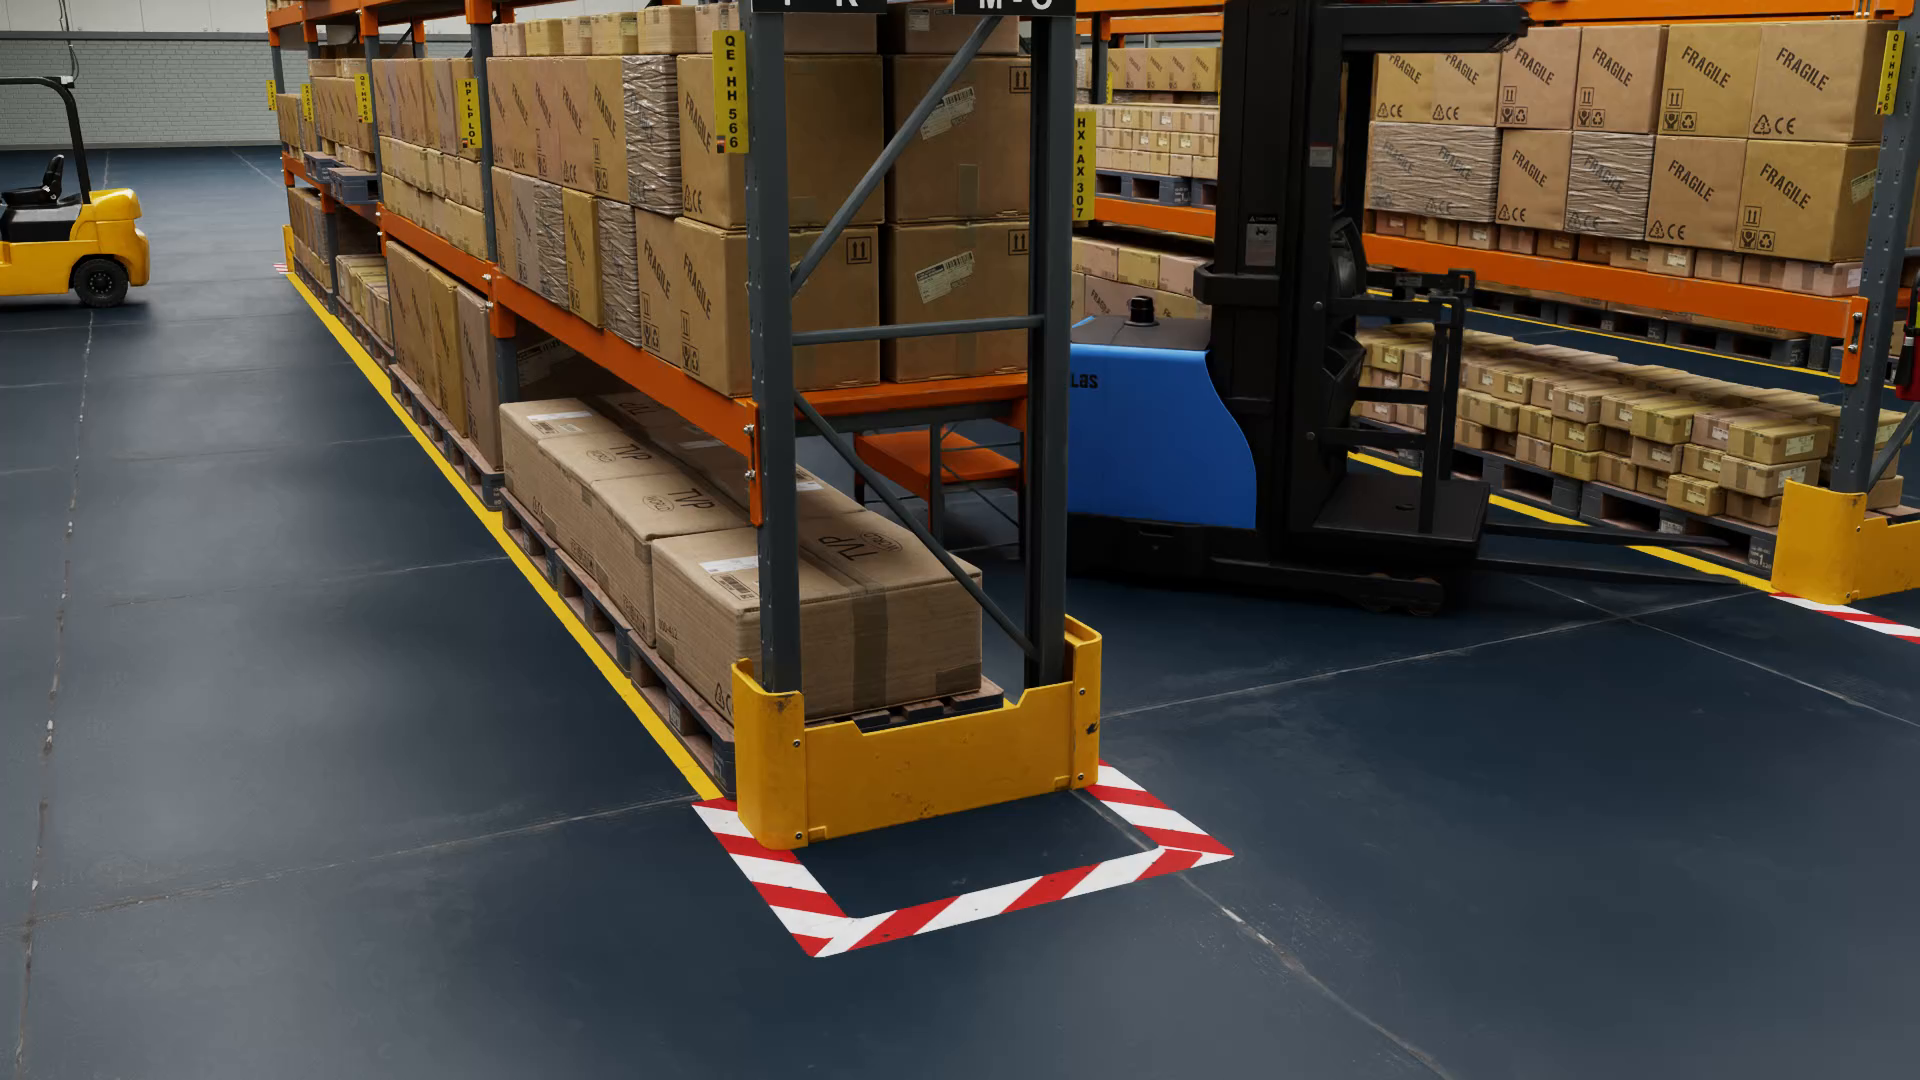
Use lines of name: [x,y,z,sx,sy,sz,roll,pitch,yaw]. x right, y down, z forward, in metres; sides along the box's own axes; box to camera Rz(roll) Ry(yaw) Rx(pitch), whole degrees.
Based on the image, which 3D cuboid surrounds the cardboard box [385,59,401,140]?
cardboard box: [-3.415,-2.859,10.783,0.500,0.500,0.500,-8,18,-25]

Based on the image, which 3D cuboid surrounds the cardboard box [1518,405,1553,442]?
cardboard box: [3.222,-0.636,8.898,0.380,0.149,0.250,-7,17,-22]

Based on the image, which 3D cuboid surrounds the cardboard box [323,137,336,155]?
cardboard box: [-5.330,-3.439,14.491,0.380,0.149,0.250,-7,18,-24]

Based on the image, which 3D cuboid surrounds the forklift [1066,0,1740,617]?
forklift: [1.894,-1.246,7.278,3.031,2.935,1.130,6,17,19]

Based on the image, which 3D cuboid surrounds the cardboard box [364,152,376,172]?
cardboard box: [-4.175,-2.796,12.251,0.380,0.149,0.250,-7,18,-24]

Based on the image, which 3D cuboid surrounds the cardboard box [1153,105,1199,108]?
cardboard box: [1.738,-3.335,13.051,0.380,0.149,0.250,-7,17,-23]

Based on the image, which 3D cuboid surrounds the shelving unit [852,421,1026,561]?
shelving unit: [-0.109,-0.557,8.151,0.538,1.125,1.048,-7,17,-23]

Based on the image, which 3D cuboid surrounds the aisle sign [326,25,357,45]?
aisle sign: [-6.909,-5.888,18.618,0.394,0.787,0.004,-8,18,-25]

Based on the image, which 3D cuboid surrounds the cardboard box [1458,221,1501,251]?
cardboard box: [2.971,-1.685,9.139,0.380,0.149,0.250,-7,17,-22]

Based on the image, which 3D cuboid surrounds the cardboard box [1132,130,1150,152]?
cardboard box: [1.487,-2.922,12.150,0.380,0.149,0.250,-7,17,-23]

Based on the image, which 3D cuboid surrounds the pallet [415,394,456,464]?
pallet: [-2.829,-0.757,10.507,1.003,0.211,1.213,-8,18,-25]

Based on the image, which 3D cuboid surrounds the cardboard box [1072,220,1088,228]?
cardboard box: [0.582,-2.510,14.877,1.050,0.750,0.750,-8,18,-26]

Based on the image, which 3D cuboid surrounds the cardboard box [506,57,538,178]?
cardboard box: [-1.678,-1.868,7.328,0.500,0.500,0.500,-8,18,-26]

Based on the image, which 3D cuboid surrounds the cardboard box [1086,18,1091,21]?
cardboard box: [1.976,-6.878,21.613,0.500,0.250,0.500,-8,18,-26]

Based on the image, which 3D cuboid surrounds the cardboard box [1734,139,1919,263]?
cardboard box: [3.845,-1.515,7.373,0.500,0.500,0.500,-7,18,-24]

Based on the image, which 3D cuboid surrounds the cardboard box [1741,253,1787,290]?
cardboard box: [3.801,-1.236,7.576,0.380,0.149,0.250,-8,18,-25]

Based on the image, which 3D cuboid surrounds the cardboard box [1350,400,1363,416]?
cardboard box: [2.508,-0.872,10.259,0.380,0.149,0.250,-7,17,-23]

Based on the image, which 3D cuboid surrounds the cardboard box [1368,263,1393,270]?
cardboard box: [4.705,-3.112,17.390,0.700,0.500,0.500,-9,18,-29]

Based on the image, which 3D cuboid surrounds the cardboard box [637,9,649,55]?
cardboard box: [-0.865,-1.707,5.592,0.380,0.149,0.250,-7,18,-24]

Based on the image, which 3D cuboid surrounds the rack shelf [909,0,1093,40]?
rack shelf: [-0.108,-4.820,15.474,1.077,0.370,4.000,-8,18,-25]

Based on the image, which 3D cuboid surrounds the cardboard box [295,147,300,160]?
cardboard box: [-6.799,-4.093,17.531,0.380,0.149,0.250,-7,17,-23]

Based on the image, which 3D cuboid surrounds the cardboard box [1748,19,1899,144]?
cardboard box: [3.849,-1.999,7.246,0.500,0.500,0.500,-8,18,-26]

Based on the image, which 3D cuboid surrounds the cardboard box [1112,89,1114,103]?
cardboard box: [2.309,-5.728,22.051,0.875,0.500,0.500,-8,18,-25]

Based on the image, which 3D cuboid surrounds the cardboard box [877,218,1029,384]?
cardboard box: [-0.085,-0.823,5.498,0.500,0.500,0.500,-8,18,-25]

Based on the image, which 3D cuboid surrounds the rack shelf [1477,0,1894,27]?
rack shelf: [6.147,-4.402,14.019,1.077,0.370,4.000,-8,18,-25]

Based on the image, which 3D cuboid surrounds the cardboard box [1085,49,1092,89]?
cardboard box: [1.975,-6.163,21.756,0.500,0.500,0.500,-8,18,-25]

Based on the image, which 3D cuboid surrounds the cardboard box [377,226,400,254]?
cardboard box: [-5.406,-3.016,16.186,0.500,0.500,0.500,-7,17,-22]

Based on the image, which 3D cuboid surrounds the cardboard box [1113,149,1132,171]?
cardboard box: [1.365,-2.845,12.421,0.380,0.149,0.250,-7,18,-24]

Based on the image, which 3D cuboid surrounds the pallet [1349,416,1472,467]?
pallet: [2.846,-0.733,10.423,1.003,0.211,1.213,-8,18,-25]

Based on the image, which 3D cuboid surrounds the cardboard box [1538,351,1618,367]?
cardboard box: [3.548,-0.982,9.563,0.380,0.149,0.250,-8,18,-27]

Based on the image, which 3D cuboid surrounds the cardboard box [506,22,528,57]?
cardboard box: [-1.853,-2.282,7.594,0.380,0.149,0.250,-7,18,-24]

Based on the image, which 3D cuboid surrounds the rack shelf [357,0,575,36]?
rack shelf: [-2.761,-3.205,9.846,1.077,0.370,4.000,-8,18,-25]

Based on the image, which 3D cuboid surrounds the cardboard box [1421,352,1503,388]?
cardboard box: [2.880,-0.976,9.542,0.380,0.149,0.250,-7,18,-24]

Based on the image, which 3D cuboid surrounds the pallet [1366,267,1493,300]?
pallet: [4.930,-2.656,17.122,1.003,0.211,1.213,-8,18,-25]

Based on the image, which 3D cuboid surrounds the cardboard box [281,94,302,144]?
cardboard box: [-6.954,-4.500,17.774,0.500,0.500,0.500,-7,17,-23]

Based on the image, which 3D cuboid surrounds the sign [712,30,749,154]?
sign: [-0.627,-1.229,4.567,0.100,0.325,0.005,-8,18,-25]

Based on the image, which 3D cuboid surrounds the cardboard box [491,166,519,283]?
cardboard box: [-1.915,-1.513,7.903,0.500,0.500,0.500,-7,17,-23]

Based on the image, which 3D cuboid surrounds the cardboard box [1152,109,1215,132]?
cardboard box: [1.599,-3.002,11.890,0.380,0.149,0.250,-9,18,-27]

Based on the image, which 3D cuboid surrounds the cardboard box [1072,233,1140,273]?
cardboard box: [1.075,-2.263,13.108,0.500,0.250,0.500,-8,18,-26]

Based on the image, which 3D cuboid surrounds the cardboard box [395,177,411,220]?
cardboard box: [-3.408,-2.255,10.944,0.500,0.250,0.500,-8,18,-27]

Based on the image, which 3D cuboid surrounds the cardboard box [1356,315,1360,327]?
cardboard box: [2.435,-1.451,11.641,0.500,0.500,0.500,-7,17,-23]

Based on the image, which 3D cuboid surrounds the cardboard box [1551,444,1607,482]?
cardboard box: [3.325,-0.424,8.696,0.380,0.149,0.250,-9,18,-27]

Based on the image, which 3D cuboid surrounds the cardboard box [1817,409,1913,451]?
cardboard box: [4.349,-0.533,7.997,0.380,0.149,0.250,-9,18,-27]

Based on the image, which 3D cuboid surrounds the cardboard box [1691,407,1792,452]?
cardboard box: [3.755,-0.531,7.993,0.380,0.149,0.250,-7,18,-24]

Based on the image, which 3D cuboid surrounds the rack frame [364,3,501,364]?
rack frame: [-3.637,-2.604,11.888,1.000,3.000,0.127,-8,18,-25]

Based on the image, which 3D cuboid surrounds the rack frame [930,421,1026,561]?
rack frame: [0.096,-0.428,7.704,0.500,1.125,0.032,-7,17,-23]

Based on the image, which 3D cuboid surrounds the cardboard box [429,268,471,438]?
cardboard box: [-2.631,-1.160,9.947,0.875,0.875,0.875,-7,17,-23]

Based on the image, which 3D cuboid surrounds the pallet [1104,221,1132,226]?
pallet: [2.124,-4.221,22.576,1.003,0.211,1.213,-8,18,-25]

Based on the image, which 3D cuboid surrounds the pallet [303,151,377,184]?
pallet: [-5.186,-3.297,14.649,1.003,0.211,1.213,-8,18,-25]

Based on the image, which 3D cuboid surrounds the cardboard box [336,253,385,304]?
cardboard box: [-5.158,-2.405,15.197,0.950,0.372,0.625,-7,18,-24]

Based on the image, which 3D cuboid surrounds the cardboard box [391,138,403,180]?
cardboard box: [-3.412,-2.489,10.851,0.500,0.250,0.500,-7,18,-24]

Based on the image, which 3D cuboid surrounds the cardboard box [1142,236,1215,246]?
cardboard box: [1.743,-2.199,12.886,0.500,0.250,0.500,-7,18,-24]

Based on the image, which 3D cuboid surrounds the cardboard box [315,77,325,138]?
cardboard box: [-5.222,-3.714,14.274,0.500,0.500,0.500,-8,18,-25]
